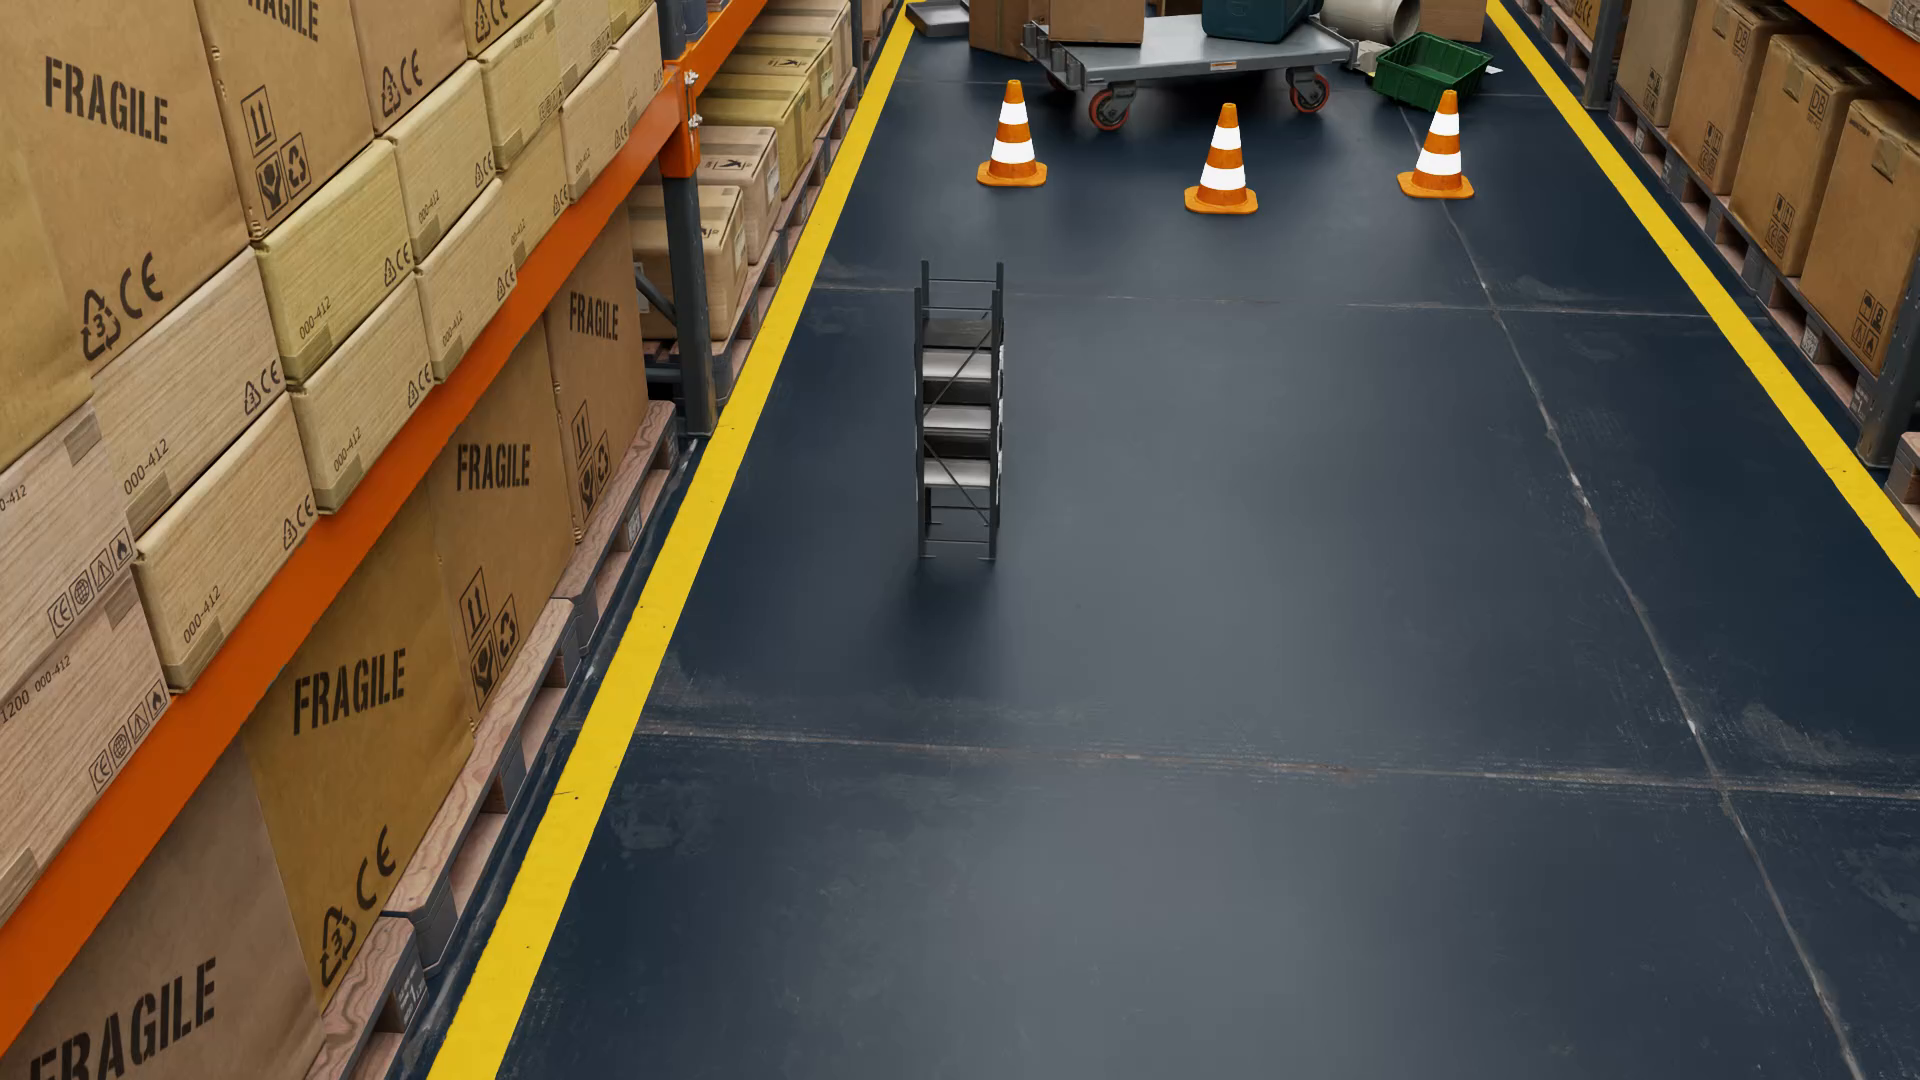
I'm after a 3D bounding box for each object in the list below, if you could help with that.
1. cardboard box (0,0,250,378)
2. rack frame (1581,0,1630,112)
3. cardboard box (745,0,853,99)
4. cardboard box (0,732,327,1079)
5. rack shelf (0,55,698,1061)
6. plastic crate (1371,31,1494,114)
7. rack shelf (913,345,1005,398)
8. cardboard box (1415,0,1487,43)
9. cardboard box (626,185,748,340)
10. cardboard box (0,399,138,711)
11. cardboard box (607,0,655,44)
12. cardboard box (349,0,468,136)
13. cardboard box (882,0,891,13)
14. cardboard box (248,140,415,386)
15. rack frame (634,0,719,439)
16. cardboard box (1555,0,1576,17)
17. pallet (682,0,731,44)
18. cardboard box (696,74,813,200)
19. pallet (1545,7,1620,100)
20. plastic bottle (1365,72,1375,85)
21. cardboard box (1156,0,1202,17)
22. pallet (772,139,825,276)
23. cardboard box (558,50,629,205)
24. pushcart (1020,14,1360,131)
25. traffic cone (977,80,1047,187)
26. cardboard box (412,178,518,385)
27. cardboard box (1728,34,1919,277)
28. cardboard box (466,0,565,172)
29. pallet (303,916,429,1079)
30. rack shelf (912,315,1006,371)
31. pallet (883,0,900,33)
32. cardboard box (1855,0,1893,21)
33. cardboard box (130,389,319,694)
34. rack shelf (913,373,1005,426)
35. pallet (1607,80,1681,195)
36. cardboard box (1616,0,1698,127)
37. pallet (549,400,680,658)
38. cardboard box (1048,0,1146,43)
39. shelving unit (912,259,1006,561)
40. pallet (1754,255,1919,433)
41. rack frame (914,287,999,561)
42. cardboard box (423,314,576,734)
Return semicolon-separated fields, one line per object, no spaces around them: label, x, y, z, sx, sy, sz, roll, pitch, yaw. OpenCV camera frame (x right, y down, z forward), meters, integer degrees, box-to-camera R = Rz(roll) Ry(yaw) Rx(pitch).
cardboard box;-1.354;-0.546;2.228;0.500;0.500;0.500;2;32;4
rack frame;3.903;-3.617;8.260;1.000;3.000;0.127;2;32;4
cardboard box;-1.079;-2.561;8.651;0.950;0.372;0.625;3;32;5
cardboard box;-1.720;0.806;2.708;0.875;0.875;0.875;3;32;6
rack shelf;-1.527;-0.332;3.615;1.077;0.370;4.000;2;32;4
plastic crate;2.611;-2.591;9.221;0.450;0.188;0.662;29;41;23
rack shelf;-0.001;-0.504;4.930;0.258;0.077;0.200;2;32;4
cardboard box;3.006;-3.409;10.303;0.500;0.500;0.500;8;32;12
cardboard box;-1.309;-1.039;6.181;0.950;0.372;0.625;0;32;1
cardboard box;-1.373;0.041;1.991;0.500;0.250;0.500;2;32;3
cardboard box;-1.151;-1.569;4.603;0.500;0.250;0.500;2;32;4
cardboard box;-1.275;-1.078;3.092;0.500;0.500;0.500;2;32;3
cardboard box;-0.690;-3.360;10.064;0.500;0.250;0.500;4;32;7
cardboard box;-1.291;-0.496;2.862;0.500;0.250;0.500;3;32;5
rack frame;-1.365;-1.684;5.123;1.000;3.000;0.127;2;32;4
cardboard box;4.093;-3.689;10.001;0.875;0.875;0.875;3;32;4
pallet;-1.413;-1.979;5.786;1.213;0.211;1.003;2;32;4
cardboard box;-1.189;-1.822;7.451;0.950;0.372;0.625;3;32;6
pallet;4.043;-2.824;9.631;1.003;0.211;1.213;2;32;4
plastic bottle;2.421;-2.575;9.370;0.133;0.061;0.283;-14;34;-21
cardboard box;1.599;-3.346;10.071;0.797;0.637;0.503;2;32;4
pallet;-1.198;-1.542;7.550;1.003;0.211;1.213;2;32;4
cardboard box;-1.173;-1.077;4.281;0.500;0.250;0.500;3;32;5
pushcart;1.238;-2.588;9.090;1.648;0.377;0.936;-8;33;-13
traffic cone;0.255;-1.987;8.034;0.336;0.463;0.334;2;32;4
cardboard box;-1.243;-0.546;3.420;0.500;0.250;0.500;2;32;3
cardboard box;3.784;-1.518;6.599;1.050;0.750;0.750;3;32;5
cardboard box;-1.210;-1.032;3.732;0.500;0.250;0.500;2;32;3
pallet;-1.703;1.188;3.121;1.003;0.211;1.213;2;32;4
rack shelf;-0.001;-0.580;4.883;0.258;0.077;0.200;2;32;4
pallet;-0.923;-3.581;10.859;1.003;0.211;1.213;2;32;4
cardboard box;3.388;-2.076;5.664;0.500;0.500;0.500;2;32;4
cardboard box;-1.351;-0.018;2.563;0.500;0.250;0.500;2;32;3
rack shelf;-0.001;-0.427;4.977;0.258;0.077;0.200;2;32;4
pallet;3.915;-2.023;8.332;1.003;0.211;1.213;2;32;4
cardboard box;3.942;-2.510;8.207;1.050;0.750;0.750;2;32;4
pallet;-1.504;-0.088;5.191;1.003;0.211;1.213;2;32;4
cardboard box;0.738;-2.973;8.877;0.500;0.500;0.500;2;32;4
shelving unit;-0.001;-0.379;5.007;0.258;0.900;0.210;2;32;4
pallet;3.717;-0.747;6.261;1.003;0.211;1.213;2;32;4
rack frame;-0.009;-0.326;4.921;0.240;0.900;0.006;2;32;4
cardboard box;-1.580;-0.134;4.234;0.875;0.875;0.875;3;32;5
